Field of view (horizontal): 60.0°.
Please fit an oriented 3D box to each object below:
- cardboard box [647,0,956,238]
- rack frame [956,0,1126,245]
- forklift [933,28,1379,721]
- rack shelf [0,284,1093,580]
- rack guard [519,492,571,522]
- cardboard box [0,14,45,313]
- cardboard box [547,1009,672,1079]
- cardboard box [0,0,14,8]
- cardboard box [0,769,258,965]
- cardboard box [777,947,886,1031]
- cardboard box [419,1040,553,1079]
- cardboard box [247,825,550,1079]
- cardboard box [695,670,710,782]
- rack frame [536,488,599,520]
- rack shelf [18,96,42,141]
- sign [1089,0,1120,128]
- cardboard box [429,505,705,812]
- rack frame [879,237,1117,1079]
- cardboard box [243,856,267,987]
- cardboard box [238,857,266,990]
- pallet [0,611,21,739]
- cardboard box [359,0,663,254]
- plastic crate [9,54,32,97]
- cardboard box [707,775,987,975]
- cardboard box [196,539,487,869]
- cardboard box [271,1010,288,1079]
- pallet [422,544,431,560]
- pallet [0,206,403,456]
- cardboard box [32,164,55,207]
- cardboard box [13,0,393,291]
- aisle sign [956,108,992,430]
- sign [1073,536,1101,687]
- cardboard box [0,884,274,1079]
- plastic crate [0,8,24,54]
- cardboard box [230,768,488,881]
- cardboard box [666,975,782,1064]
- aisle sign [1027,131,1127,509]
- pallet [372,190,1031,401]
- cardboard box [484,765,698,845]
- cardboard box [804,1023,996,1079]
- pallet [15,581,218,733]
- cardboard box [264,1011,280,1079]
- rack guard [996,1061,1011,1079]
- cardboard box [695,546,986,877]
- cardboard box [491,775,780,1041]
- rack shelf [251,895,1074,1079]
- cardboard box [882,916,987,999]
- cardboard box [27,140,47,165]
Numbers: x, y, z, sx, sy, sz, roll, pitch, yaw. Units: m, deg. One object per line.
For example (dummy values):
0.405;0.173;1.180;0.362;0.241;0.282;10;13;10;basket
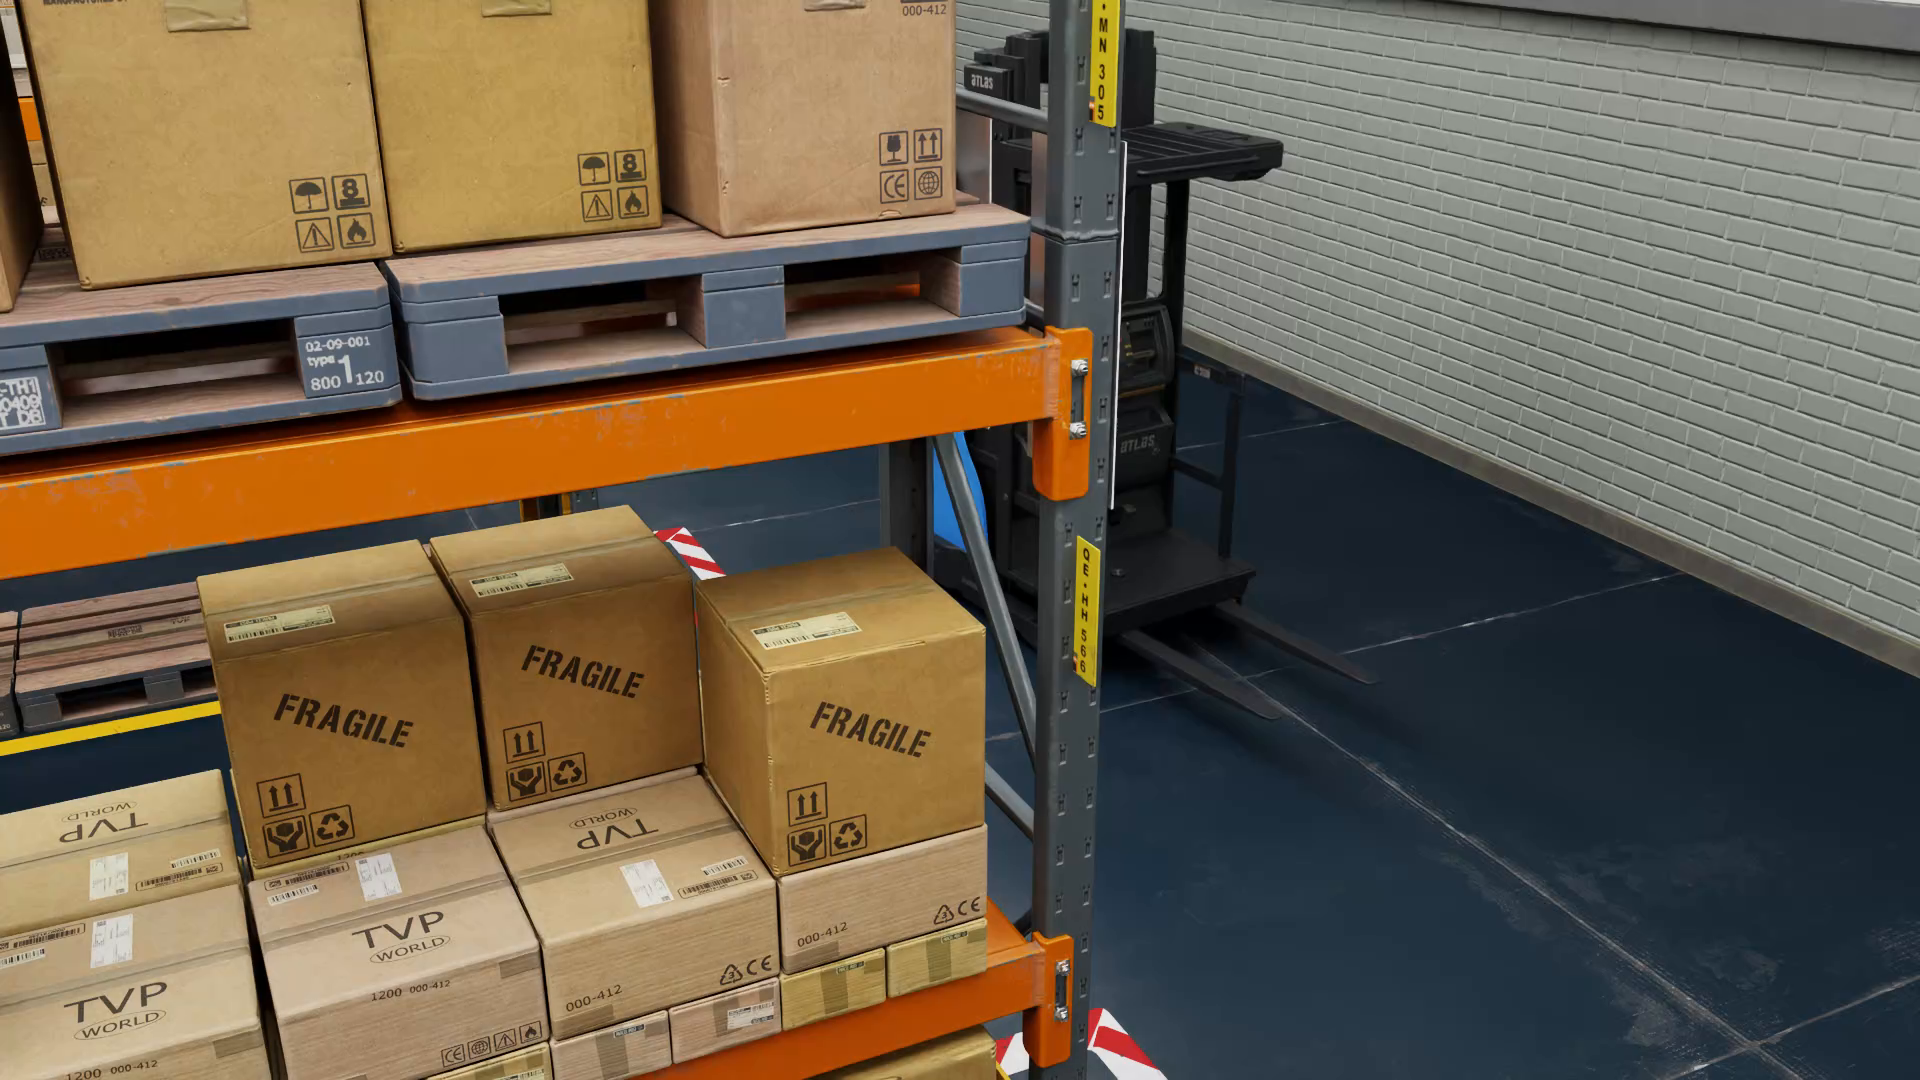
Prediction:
-0.394;-0.956;3.406;0.500;0.500;0.700;-12;25;-27;cardboard box
0.051;-2.160;3.203;0.127;3.000;1.000;-10;25;-24;rack frame
0.805;-0.914;8.125;1.130;2.935;3.031;-14;26;-31;forklift
-1.751;-0.110;3.113;4.000;0.370;1.077;-10;25;-24;rack shelf
-2.081;0.051;8.973;0.348;0.500;1.175;-10;25;-24;rack guard
-1.855;-0.673;2.722;0.500;0.500;0.700;-9;24;-21;cardboard box
-0.813;1.026;3.677;0.250;0.149;0.380;-10;24;-23;cardboard box
-6.397;-3.616;10.837;0.500;0.250;0.500;-10;25;-24;cardboard box
-1.886;0.789;3.729;0.500;0.250;0.500;-11;25;-25;cardboard box
-0.360;0.944;3.876;0.250;0.149;0.380;-10;25;-23;cardboard box
-1.046;1.070;3.572;0.250;0.149;0.380;-11;25;-25;cardboard box
-1.186;0.884;3.501;0.500;0.250;0.500;-11;25;-25;cardboard box
-0.498;0.530;4.355;0.500;0.250;0.500;-11;25;-25;cardboard box
-2.097;-1.095;8.474;0.127;3.000;1.000;-10;25;-24;rack frame
-3.899;-1.817;7.237;4.000;0.370;1.077;-10;25;-24;rack shelf
0.274;-0.958;3.166;0.005;0.325;0.100;-10;25;-24;sign
-0.949;0.266;4.011;0.500;0.500;0.500;-11;25;-25;cardboard box
0.051;0.612;4.351;0.127;3.000;1.000;-10;25;-24;rack frame
-1.569;0.887;4.014;0.250;0.149;0.380;-11;25;-24;cardboard box
-1.797;0.928;3.914;0.250;0.149;0.380;-11;25;-25;cardboard box
-5.055;0.721;7.732;1.213;0.211;1.003;-10;25;-24;pallet
-0.953;-0.904;3.280;0.500;0.500;0.700;-11;25;-26;cardboard box
-3.851;-1.931;6.917;0.530;0.136;0.437;-10;25;-24;plastic crate
-0.270;0.715;3.907;0.500;0.250;0.500;-11;25;-24;cardboard box
-1.413;0.354;3.799;0.500;0.500;0.500;-11;25;-25;cardboard box
-1.280;1.113;3.467;0.250;0.149;0.380;-10;25;-23;cardboard box
-2.857;0.316;8.710;1.213;0.211;1.003;-10;25;-24;pallet
-1.713;-0.403;2.996;1.213;0.211;1.003;-10;25;-24;pallet
-6.357;-2.345;11.362;0.500;0.500;0.500;-11;25;-24;cardboard box
-1.398;-0.802;3.033;0.500;0.500;0.700;-12;25;-27;cardboard box
-0.014;-0.705;4.132;0.004;0.787;0.394;-10;25;-24;aisle sign
0.274;0.156;3.627;0.005;0.325;0.100;-10;25;-24;sign
-1.654;0.971;3.288;0.500;0.250;0.500;-10;25;-24;cardboard box
-4.228;-2.165;7.292;0.530;0.282;0.437;-10;25;-24;plastic crate
-1.418;0.701;3.943;0.500;0.250;0.500;-11;25;-25;cardboard box
-0.588;0.985;3.776;0.250;0.149;0.380;-10;25;-23;cardboard box
0.246;-0.498;3.633;0.004;0.787;0.394;-10;25;-24;aisle sign
-0.613;-0.607;3.488;1.213;0.211;1.003;-10;25;-24;pallet
-0.964;0.618;4.141;0.500;0.250;0.500;-11;25;-24;cardboard box
-0.491;1.533;4.354;0.875;0.875;0.875;-10;25;-24;cardboard box
-3.954;0.517;8.224;1.213;0.211;1.003;-10;25;-24;pallet
-1.504;1.154;3.370;0.250;0.149;0.380;-10;24;-23;cardboard box
0.073;1.762;4.839;0.348;0.500;1.175;-10;25;-24;rack guard
-0.274;0.368;3.765;0.500;0.500;0.500;-10;25;-23;cardboard box
-0.728;0.799;3.705;0.500;0.250;0.500;-11;25;-25;cardboard box
-1.751;1.276;3.687;4.000;0.370;1.077;-10;25;-24;rack shelf
-0.127;0.900;3.982;0.250;0.149;0.380;-10;24;-23;cardboard box
-6.371;-2.800;11.154;0.500;0.500;0.500;-11;25;-25;cardboard box
